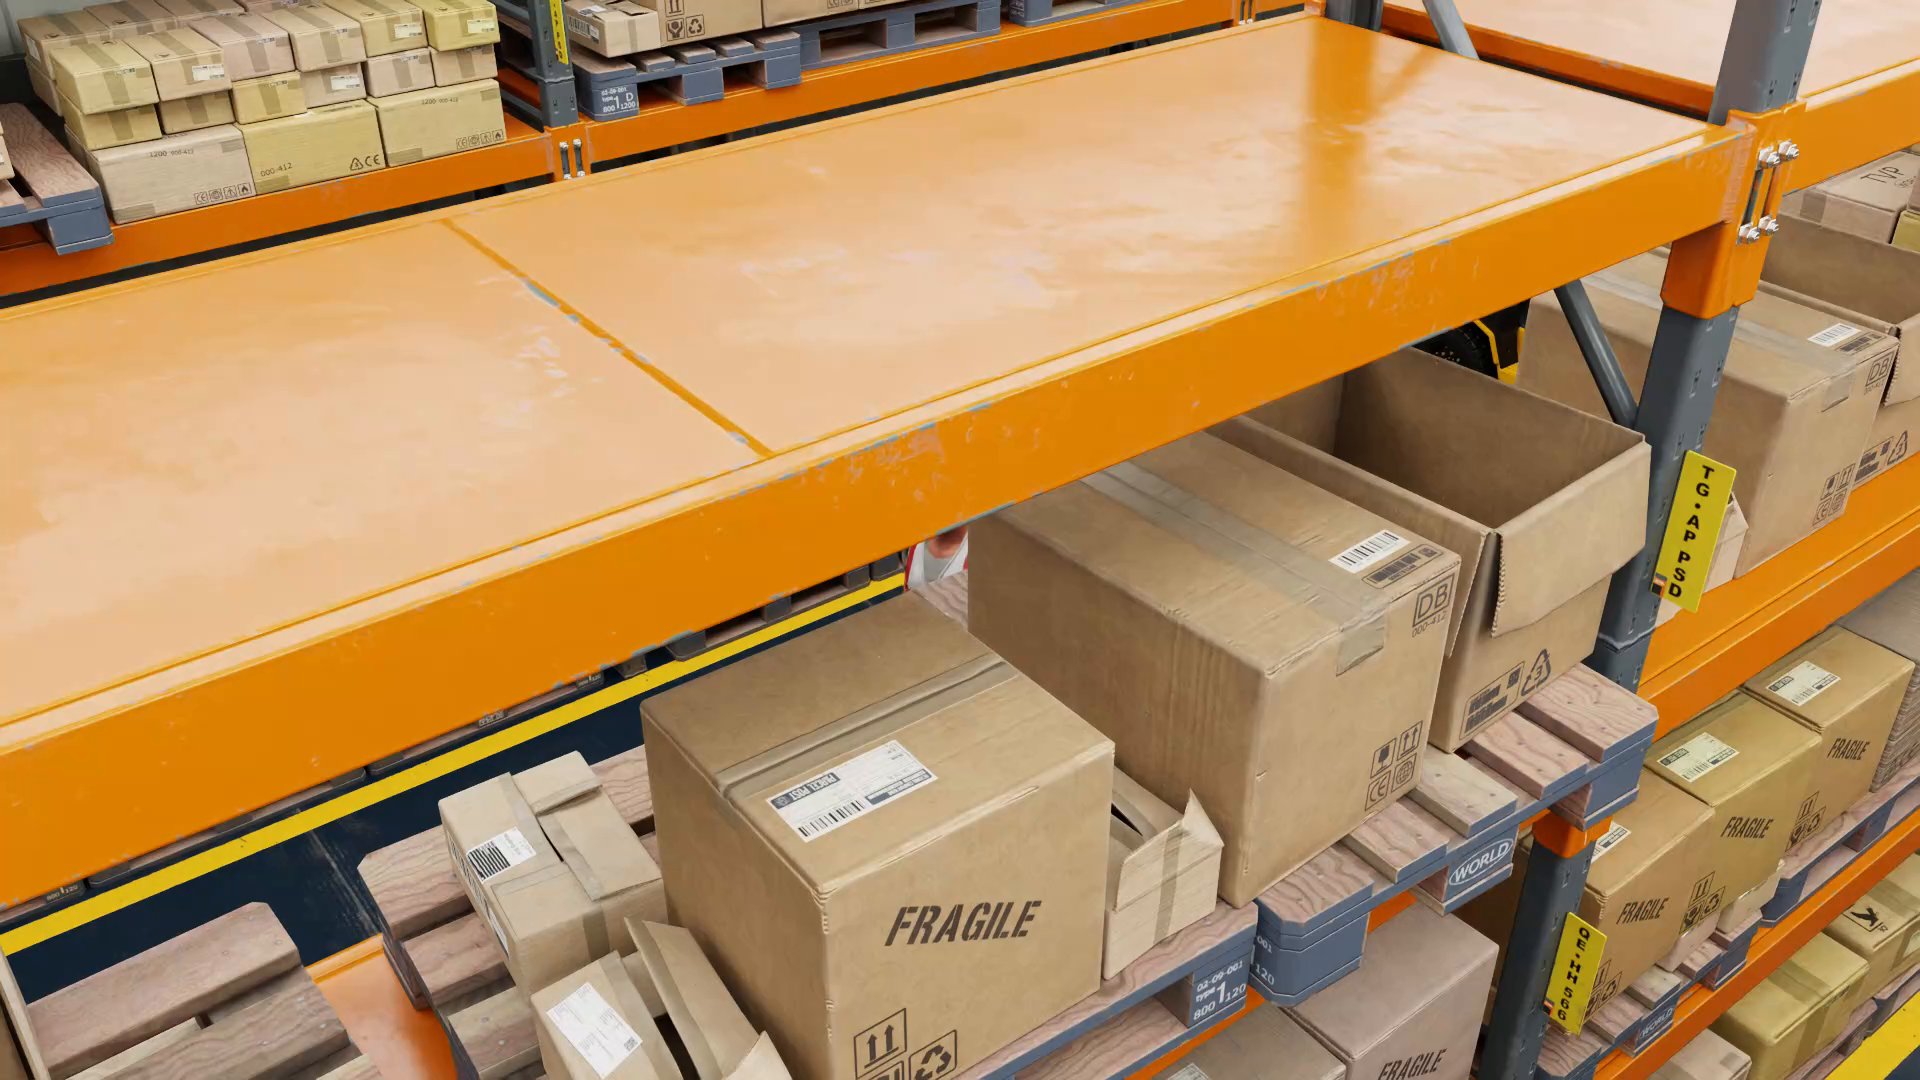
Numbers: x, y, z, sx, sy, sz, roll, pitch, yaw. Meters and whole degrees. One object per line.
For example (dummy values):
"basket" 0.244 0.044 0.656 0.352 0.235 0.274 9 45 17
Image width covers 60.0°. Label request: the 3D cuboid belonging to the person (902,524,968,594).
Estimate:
"person" -0.078 0.517 6.923 0.590 1.779 0.608 16 35 24
